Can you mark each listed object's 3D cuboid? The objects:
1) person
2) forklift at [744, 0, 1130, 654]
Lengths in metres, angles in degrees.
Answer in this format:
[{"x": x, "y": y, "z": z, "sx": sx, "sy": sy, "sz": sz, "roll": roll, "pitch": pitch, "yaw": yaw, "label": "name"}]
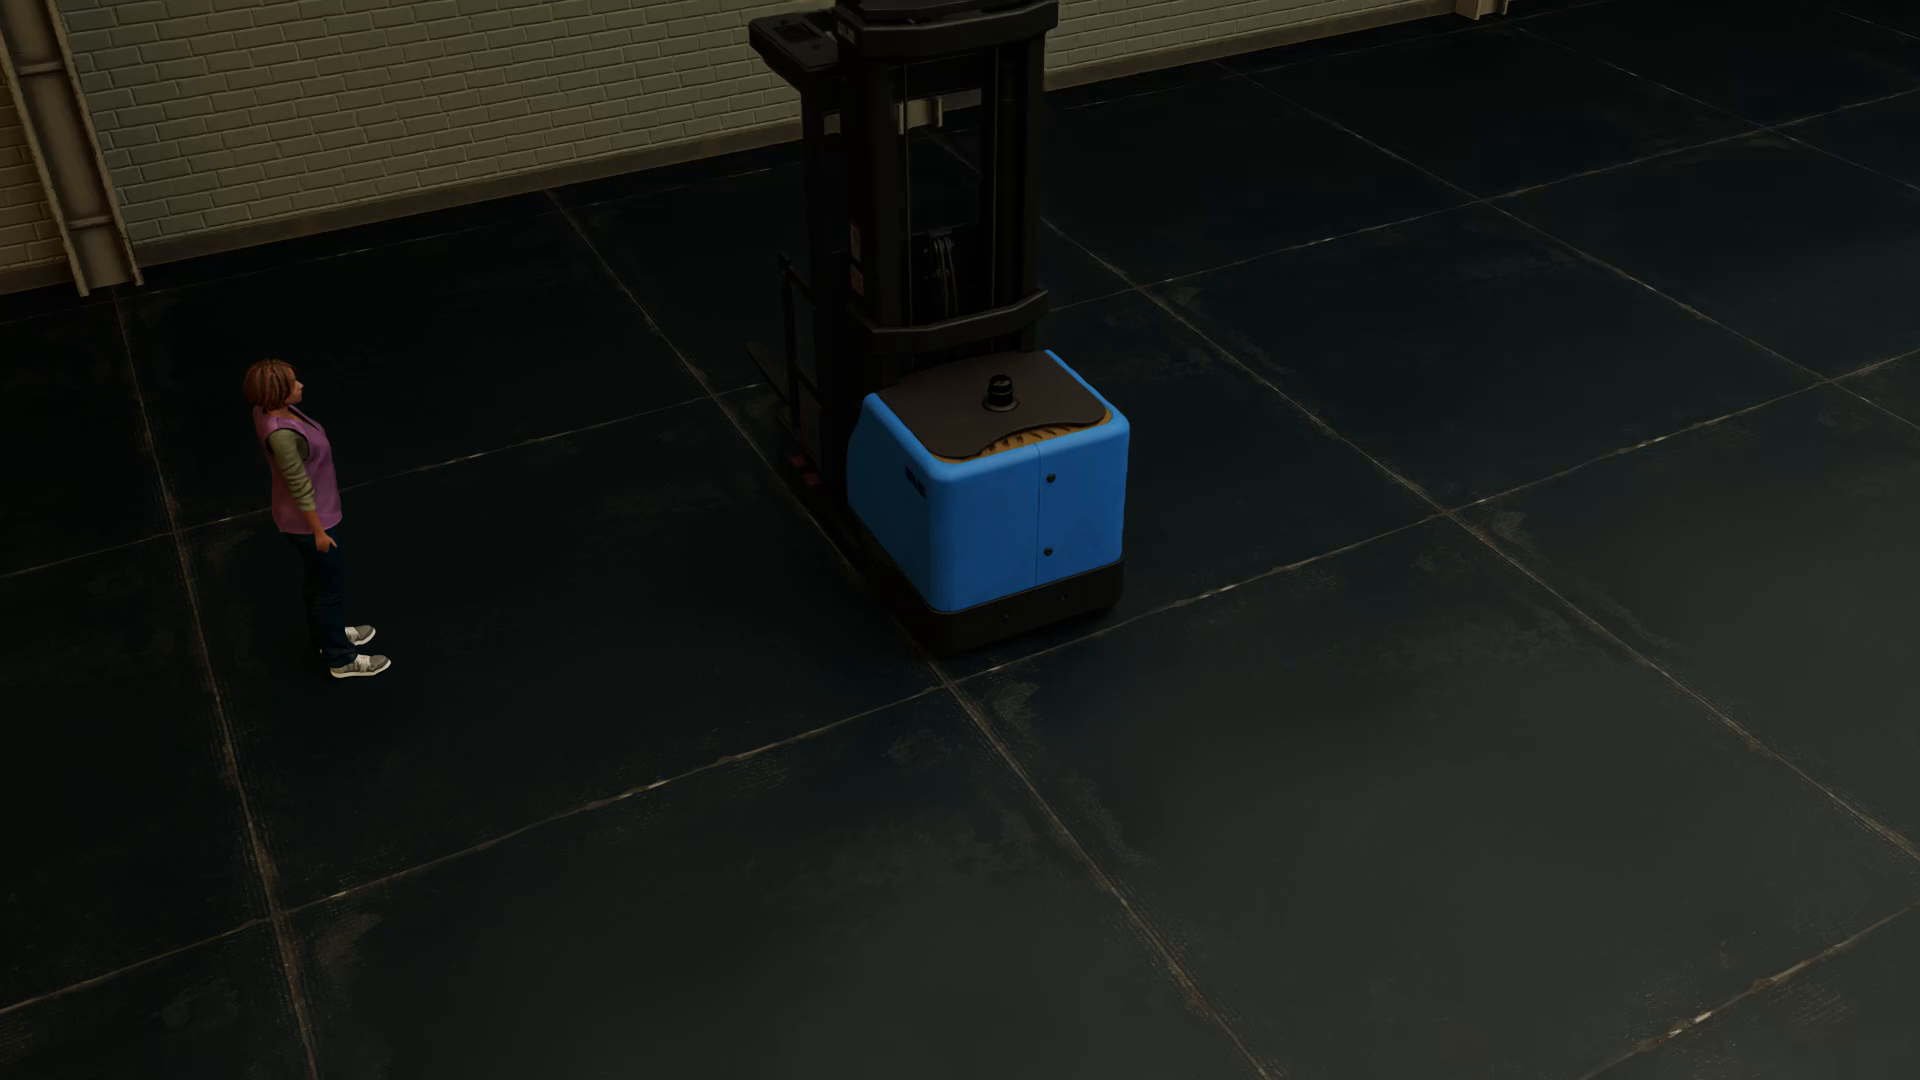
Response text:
[{"x": -2.892, "y": -0.100, "z": 7.418, "sx": 0.311, "sy": 1.603, "sz": 0.404, "roll": -18, "pitch": 39, "yaw": -24, "label": "person"}, {"x": -0.316, "y": -1.499, "z": 8.243, "sx": 1.130, "sy": 2.935, "sz": 3.031, "roll": -16, "pitch": 38, "yaw": -21, "label": "forklift"}]
